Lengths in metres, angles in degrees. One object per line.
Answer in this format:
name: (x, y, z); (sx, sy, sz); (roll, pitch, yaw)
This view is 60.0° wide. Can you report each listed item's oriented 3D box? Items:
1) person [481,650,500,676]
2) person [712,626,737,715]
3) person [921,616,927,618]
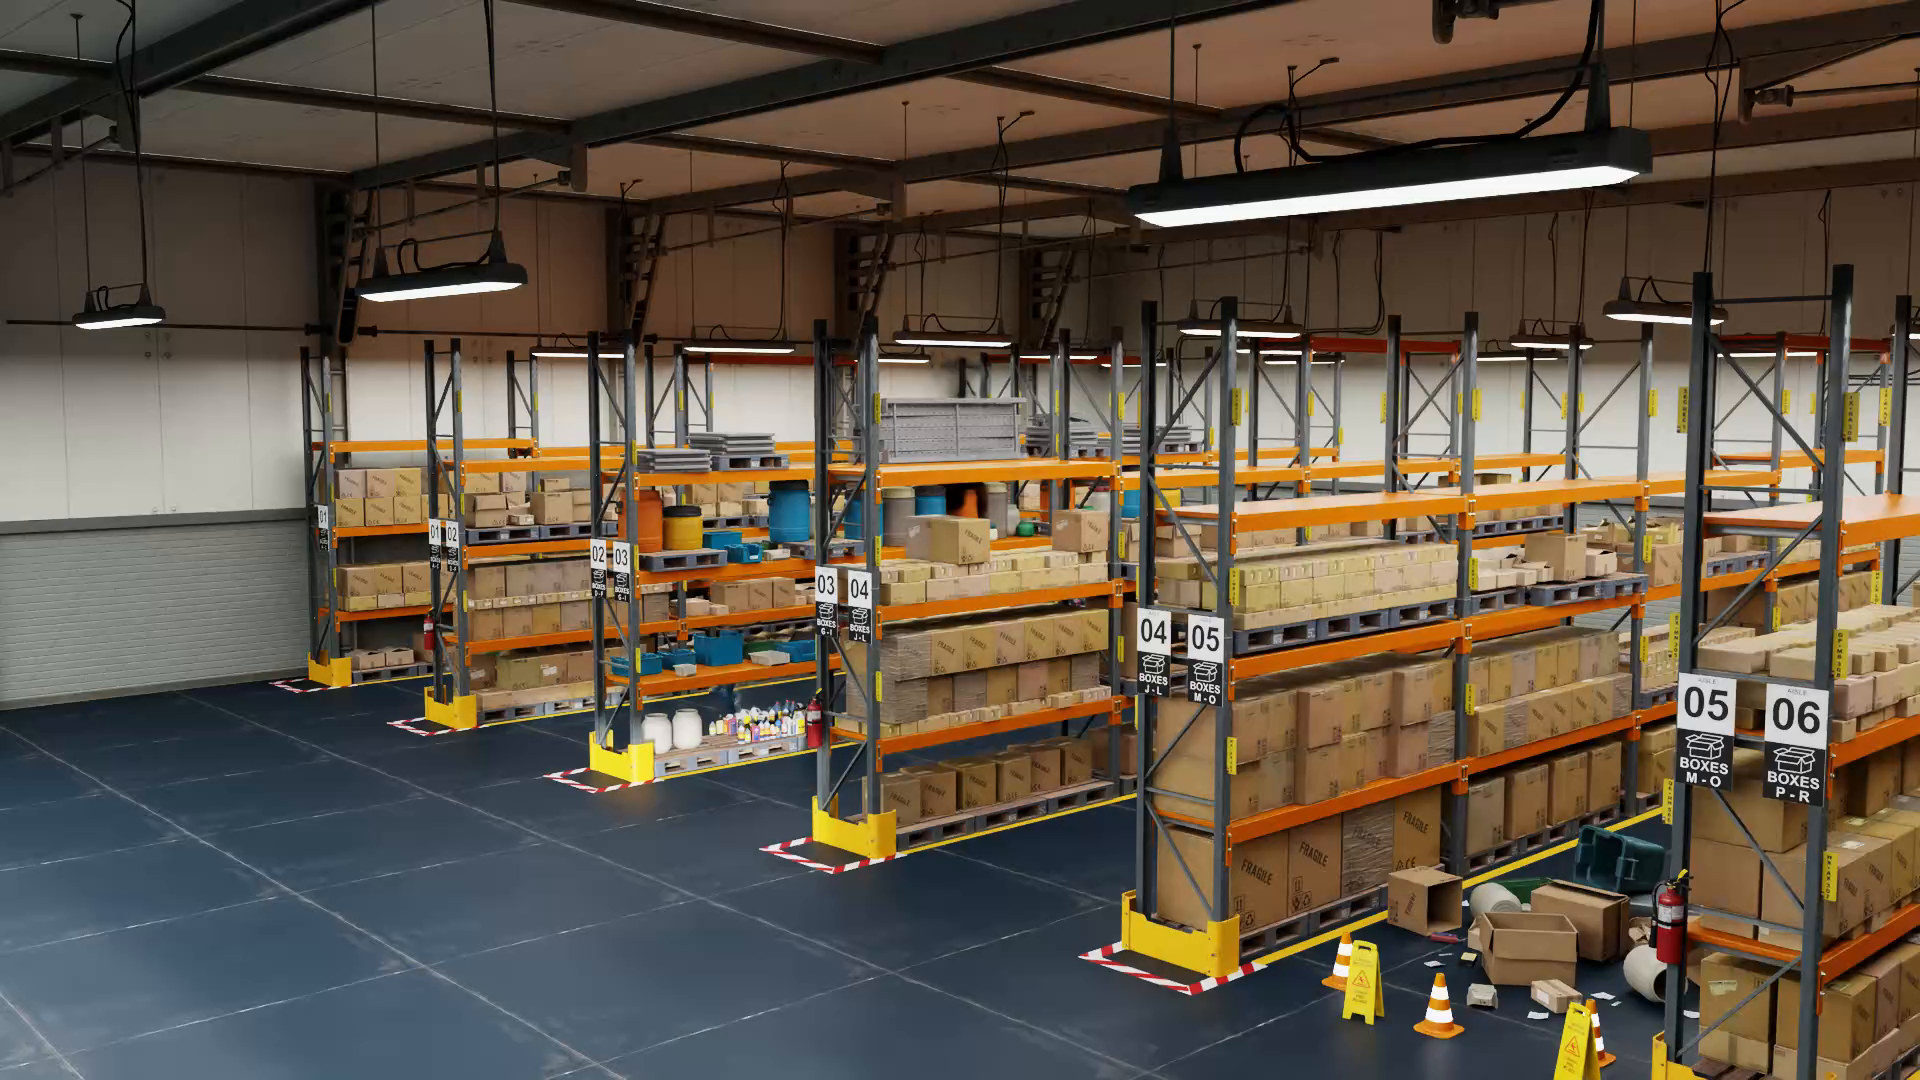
person: (-7.910, 1.802, 28.174); (0.660, 1.763, 0.840); (4, 6, 39)
person: (-3.668, 2.108, 26.010); (0.530, 1.552, 0.561); (4, 6, 35)
person: (-0.460, 1.825, 28.623); (0.794, 1.700, 0.625); (-5, 7, -42)
